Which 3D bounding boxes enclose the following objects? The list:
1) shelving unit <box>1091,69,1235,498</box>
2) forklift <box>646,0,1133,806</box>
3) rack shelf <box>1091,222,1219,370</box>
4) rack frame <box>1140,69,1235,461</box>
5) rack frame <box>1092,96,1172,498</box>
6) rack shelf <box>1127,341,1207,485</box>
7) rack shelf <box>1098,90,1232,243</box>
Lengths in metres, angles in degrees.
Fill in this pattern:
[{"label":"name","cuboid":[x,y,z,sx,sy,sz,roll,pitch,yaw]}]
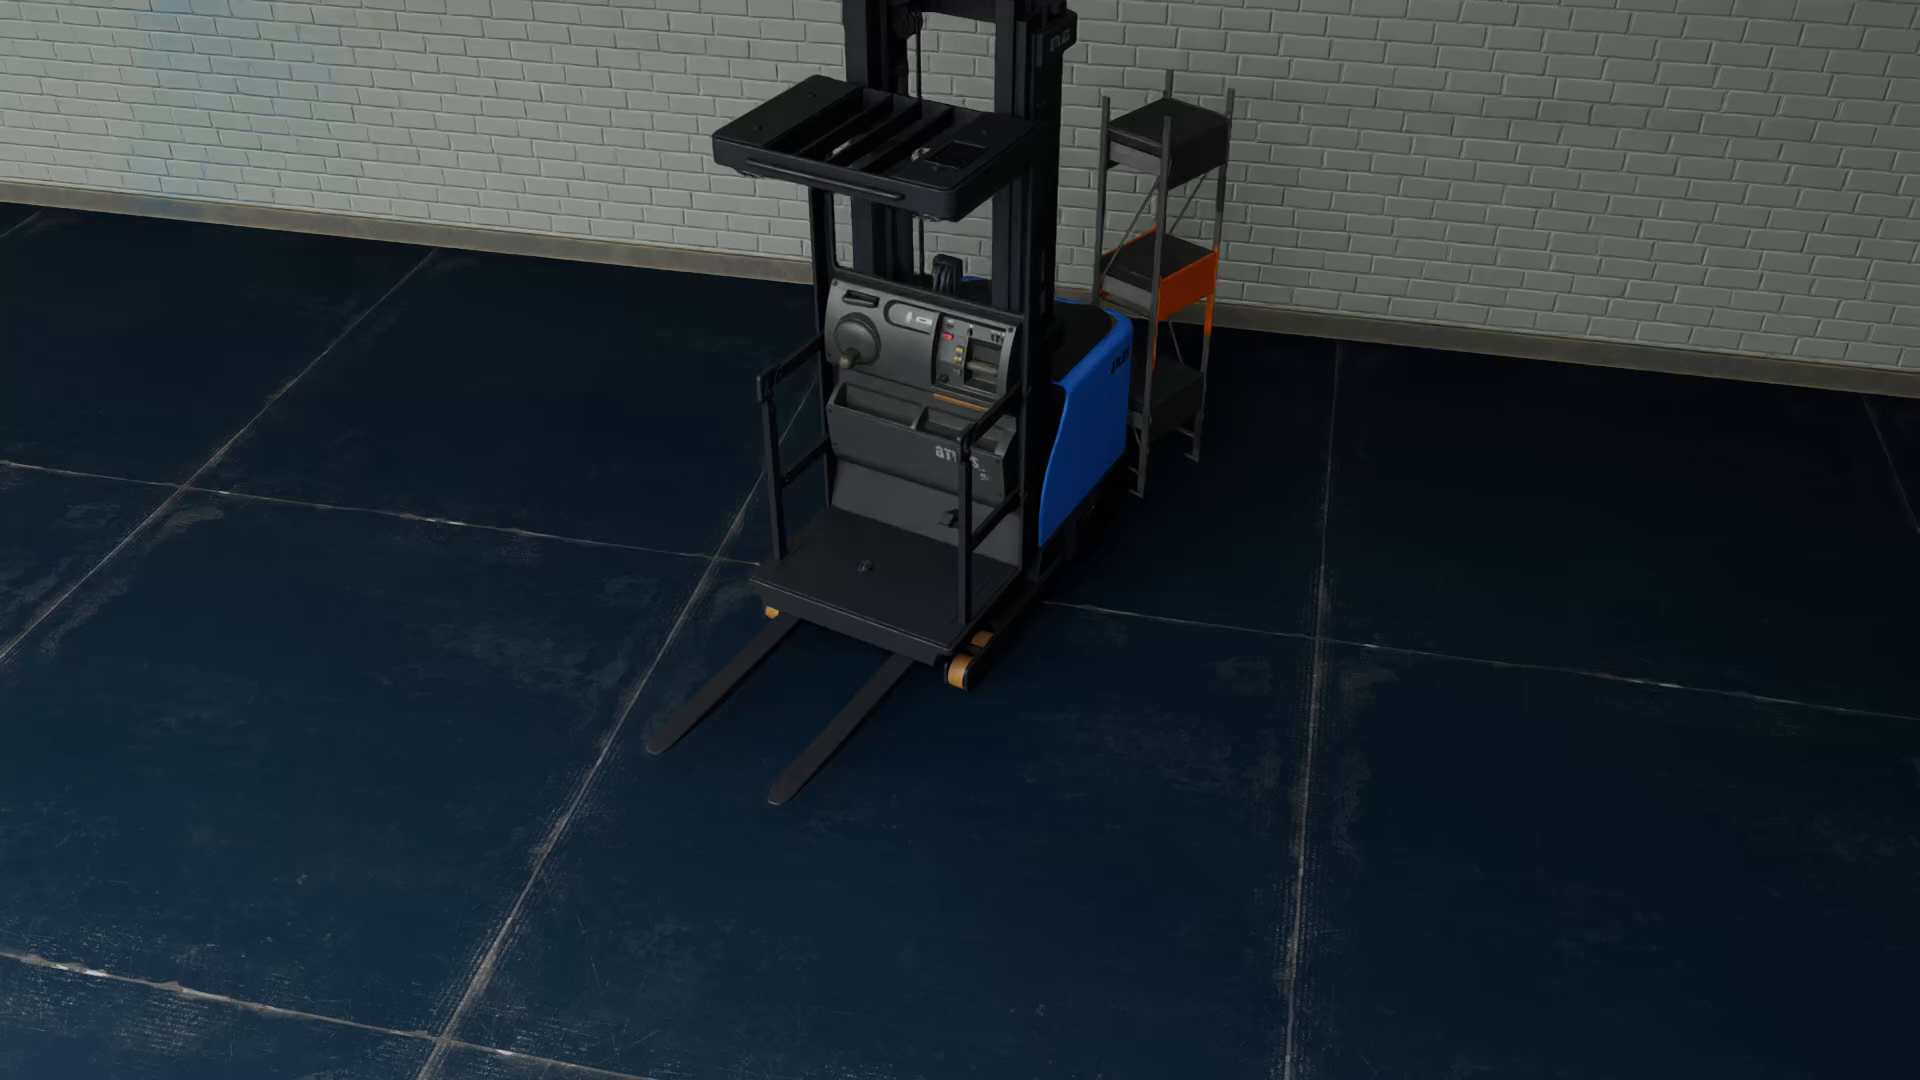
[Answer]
[{"label":"shelving unit","cuboid":[0.990,-1.261,8.469,0.431,2.100,0.503,29,45,34]},{"label":"forklift","cuboid":[-0.283,-0.812,7.143,1.130,2.935,3.031,18,40,23]},{"label":"rack shelf","cuboid":[0.990,-1.250,8.477,0.431,0.518,0.480,29,45,34]},{"label":"rack frame","cuboid":[1.158,-1.365,8.613,0.400,2.100,0.015,29,45,34]},{"label":"rack frame","cuboid":[0.822,-1.157,8.326,0.400,2.100,0.015,29,45,34]},{"label":"rack shelf","cuboid":[0.991,-0.682,8.887,0.431,0.518,0.480,29,45,34]},{"label":"rack shelf","cuboid":[0.989,-1.817,8.068,0.431,0.518,0.480,29,45,34]}]
